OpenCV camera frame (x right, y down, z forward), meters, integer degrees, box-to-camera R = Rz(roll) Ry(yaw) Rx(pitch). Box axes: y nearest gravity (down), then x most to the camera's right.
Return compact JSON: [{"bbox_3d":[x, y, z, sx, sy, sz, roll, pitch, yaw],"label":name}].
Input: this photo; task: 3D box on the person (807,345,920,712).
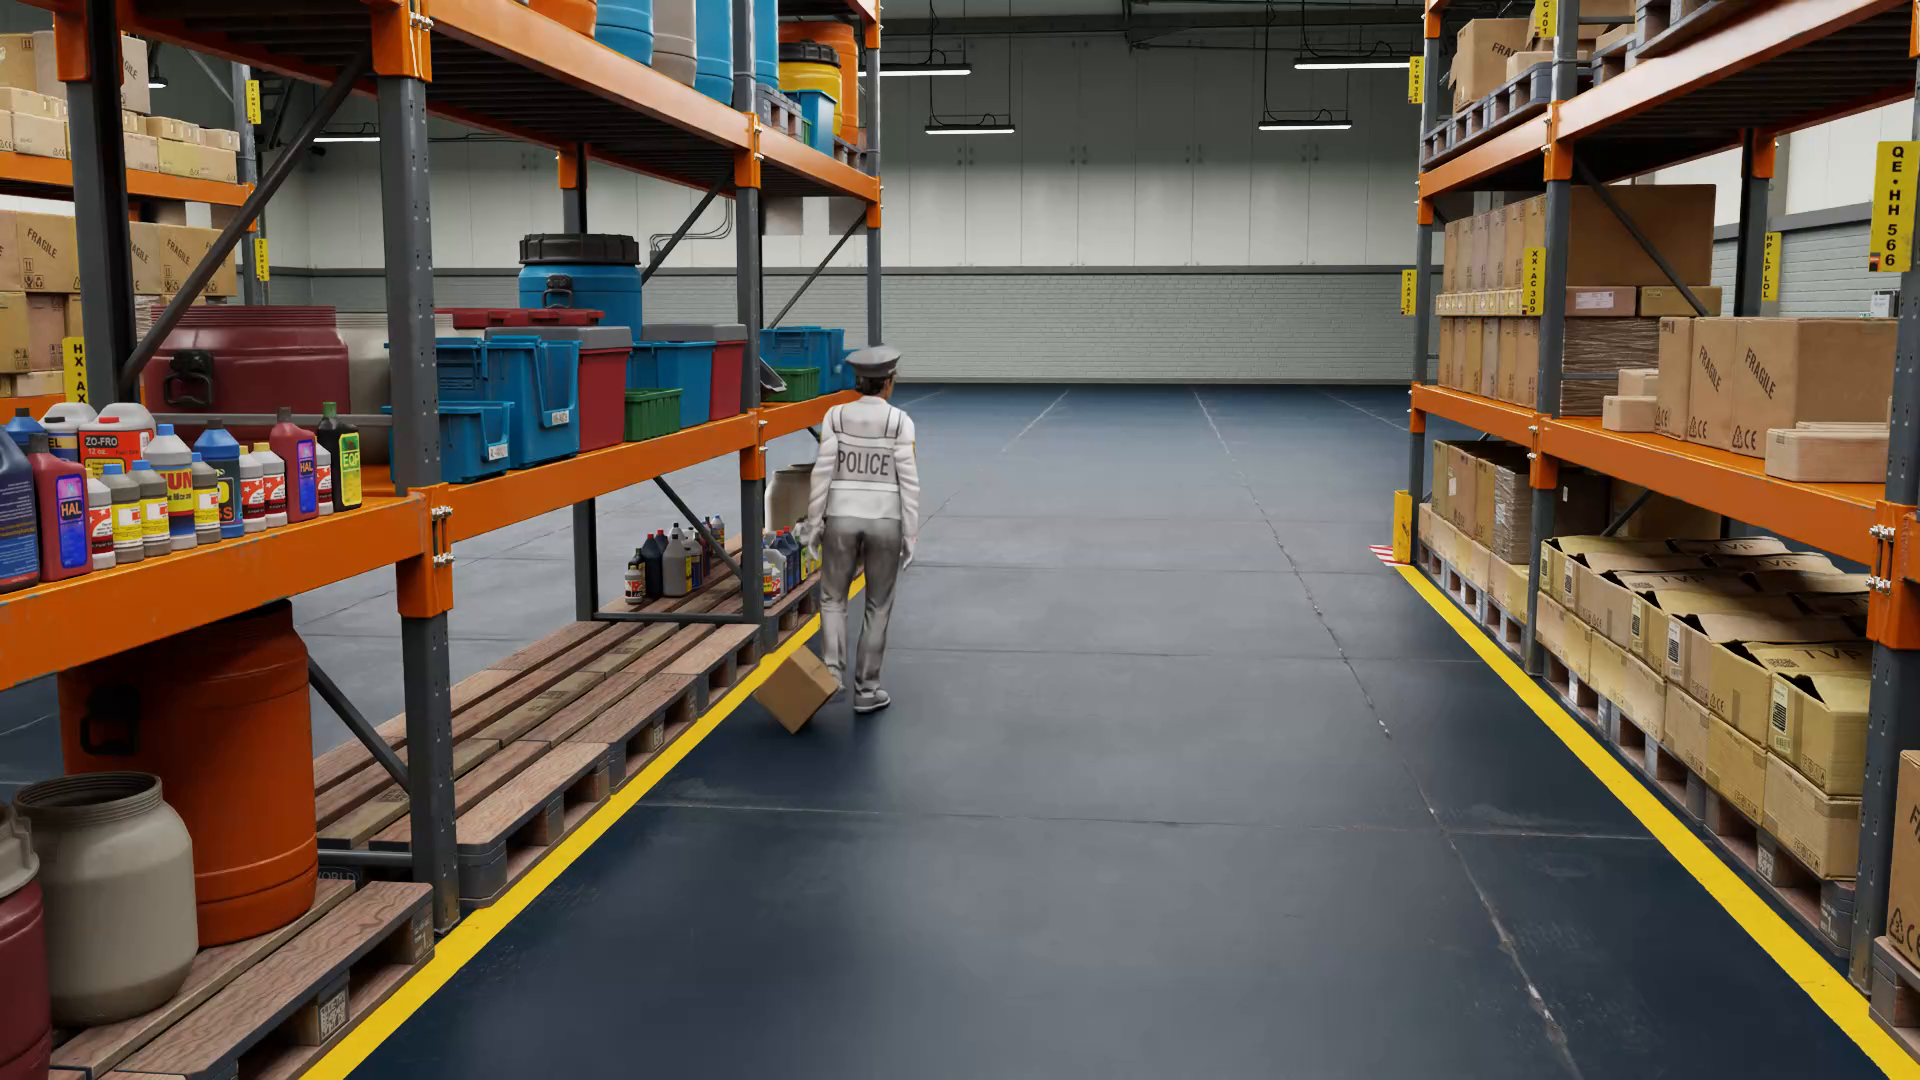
[{"bbox_3d":[-0.450,-0.036,7.510,0.533,1.667,0.534,1,8,7],"label":"person"}]
